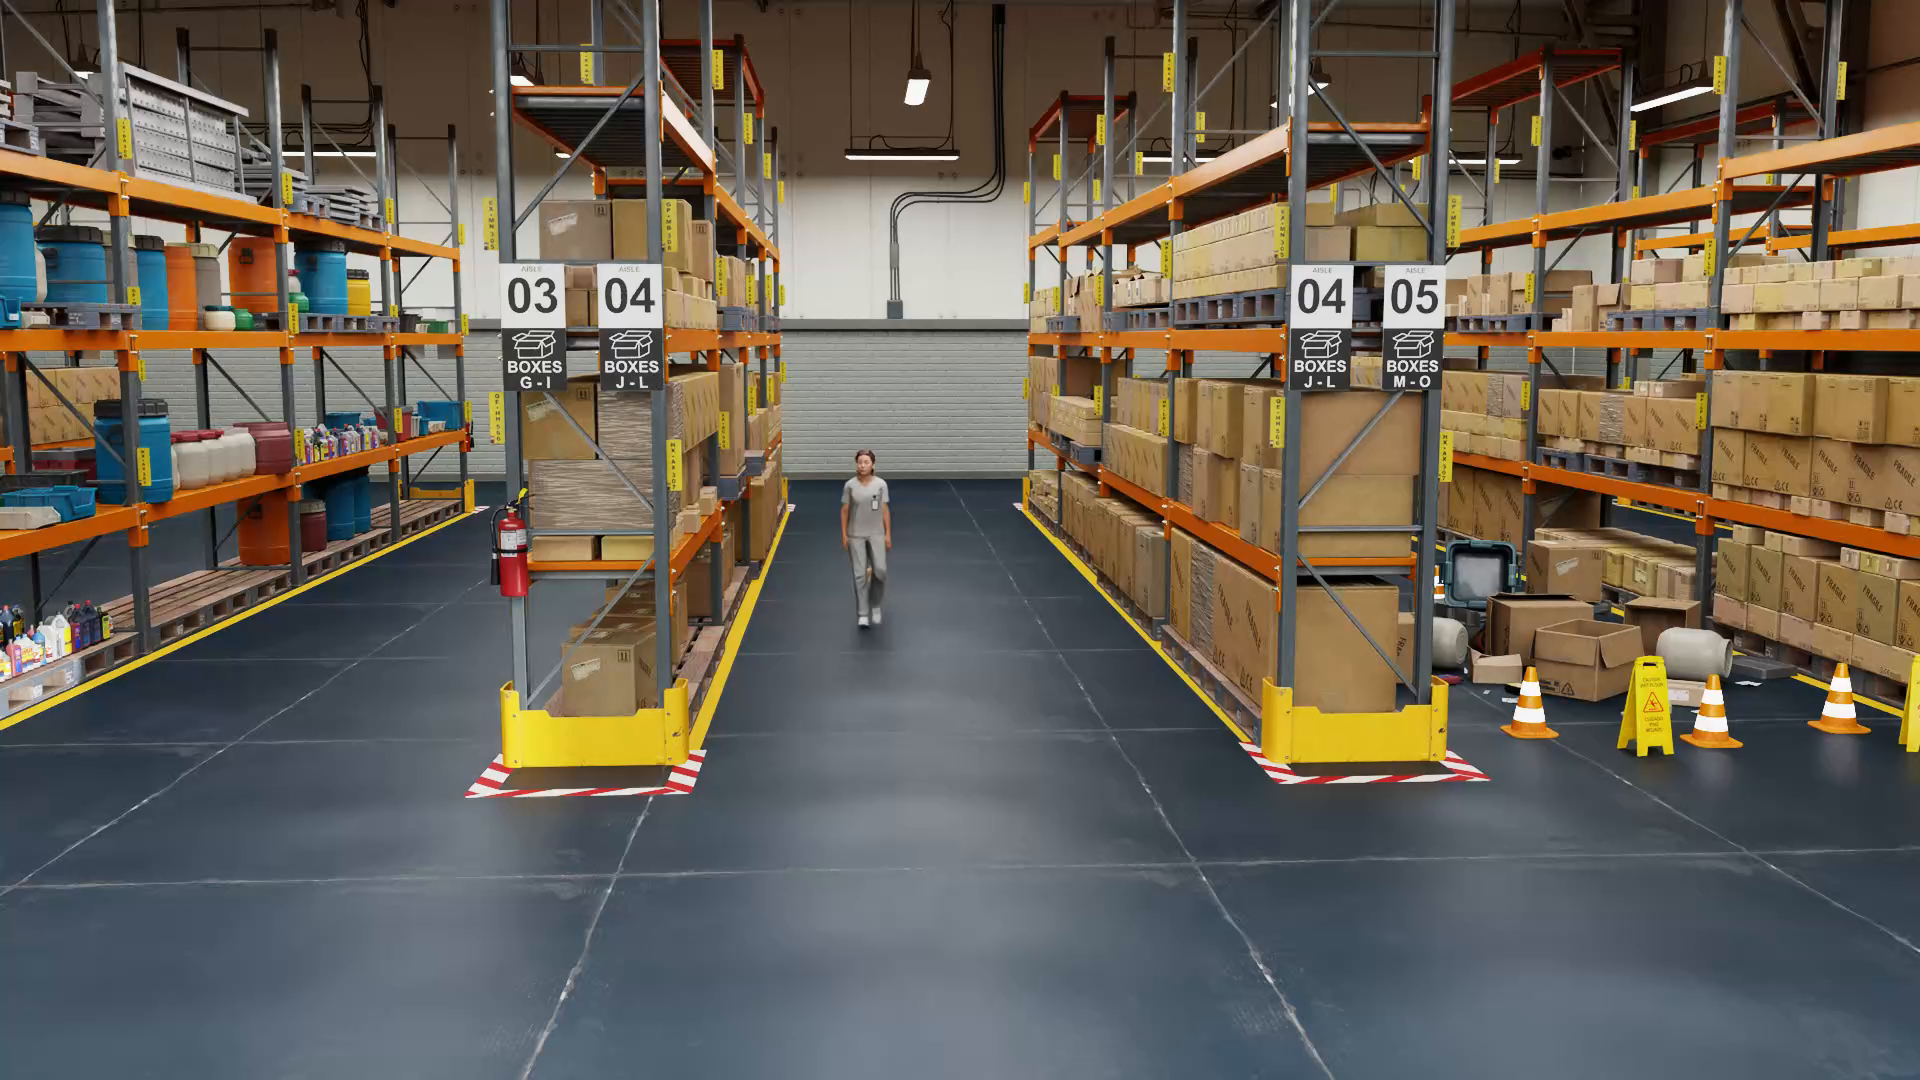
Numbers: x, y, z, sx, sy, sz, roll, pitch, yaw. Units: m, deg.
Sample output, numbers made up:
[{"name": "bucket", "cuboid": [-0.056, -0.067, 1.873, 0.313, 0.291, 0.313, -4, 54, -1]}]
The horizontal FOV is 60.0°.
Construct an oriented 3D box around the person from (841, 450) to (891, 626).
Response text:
[{"name": "person", "cuboid": [-0.889, -0.018, 15.691, 0.475, 1.665, 0.452, 0, 7, 0]}]
